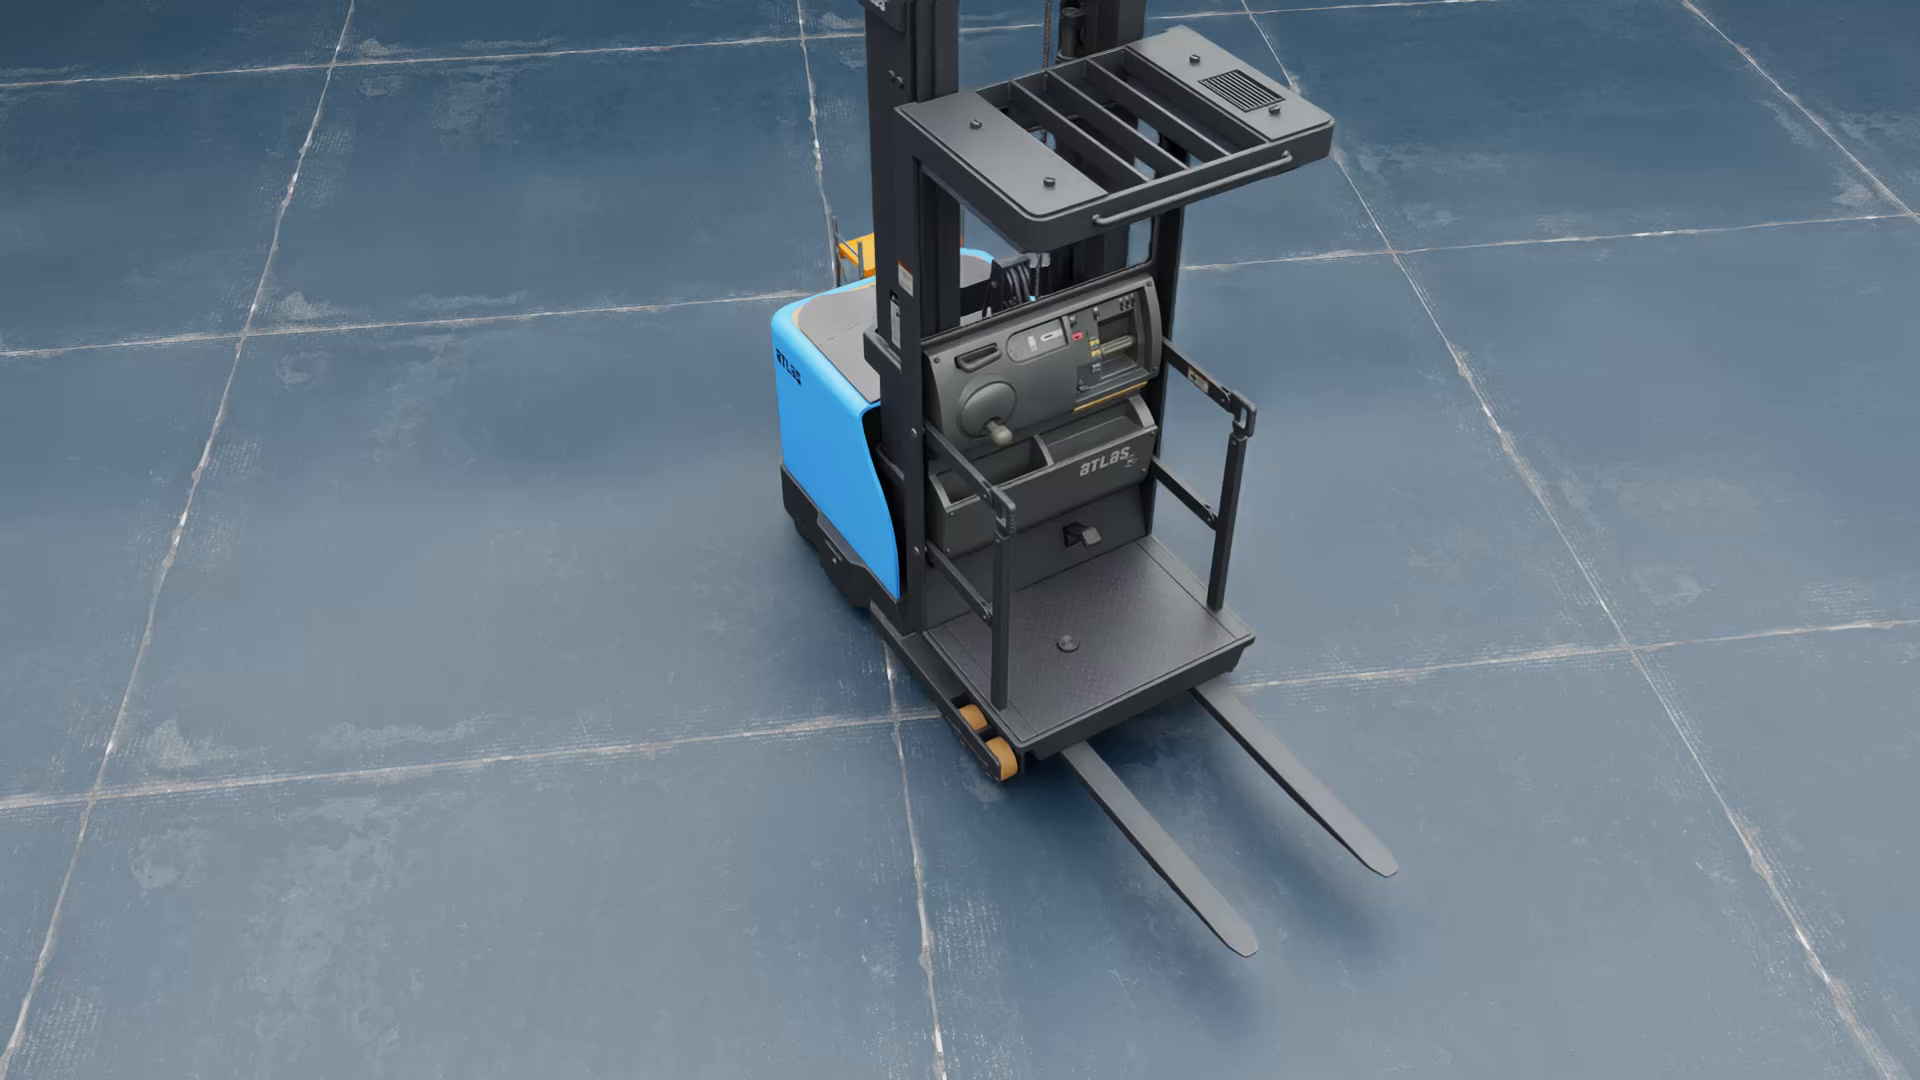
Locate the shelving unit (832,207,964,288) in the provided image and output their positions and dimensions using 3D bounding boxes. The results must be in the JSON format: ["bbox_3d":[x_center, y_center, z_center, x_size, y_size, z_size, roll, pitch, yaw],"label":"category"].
[{"bbox_3d":[-0.260,-0.928,7.383,0.503,1.200,0.258,-22,47,-23],"label":"shelving unit"}]

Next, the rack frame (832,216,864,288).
[{"bbox_3d":[-0.467,-0.843,7.288,0.015,1.200,0.240,-22,47,-23],"label":"rack frame"}]

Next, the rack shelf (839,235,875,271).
[{"bbox_3d":[-0.260,-1.249,7.094,0.457,0.050,0.221,-22,47,-23],"label":"rack shelf"}]

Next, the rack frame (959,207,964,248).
[{"bbox_3d":[-0.052,-1.014,7.478,0.015,1.200,0.240,-22,47,-23],"label":"rack frame"}]

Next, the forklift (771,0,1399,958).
[{"bbox_3d":[0.423,-0.544,5.665,1.130,2.935,3.031,-22,47,-23],"label":"forklift"}]
